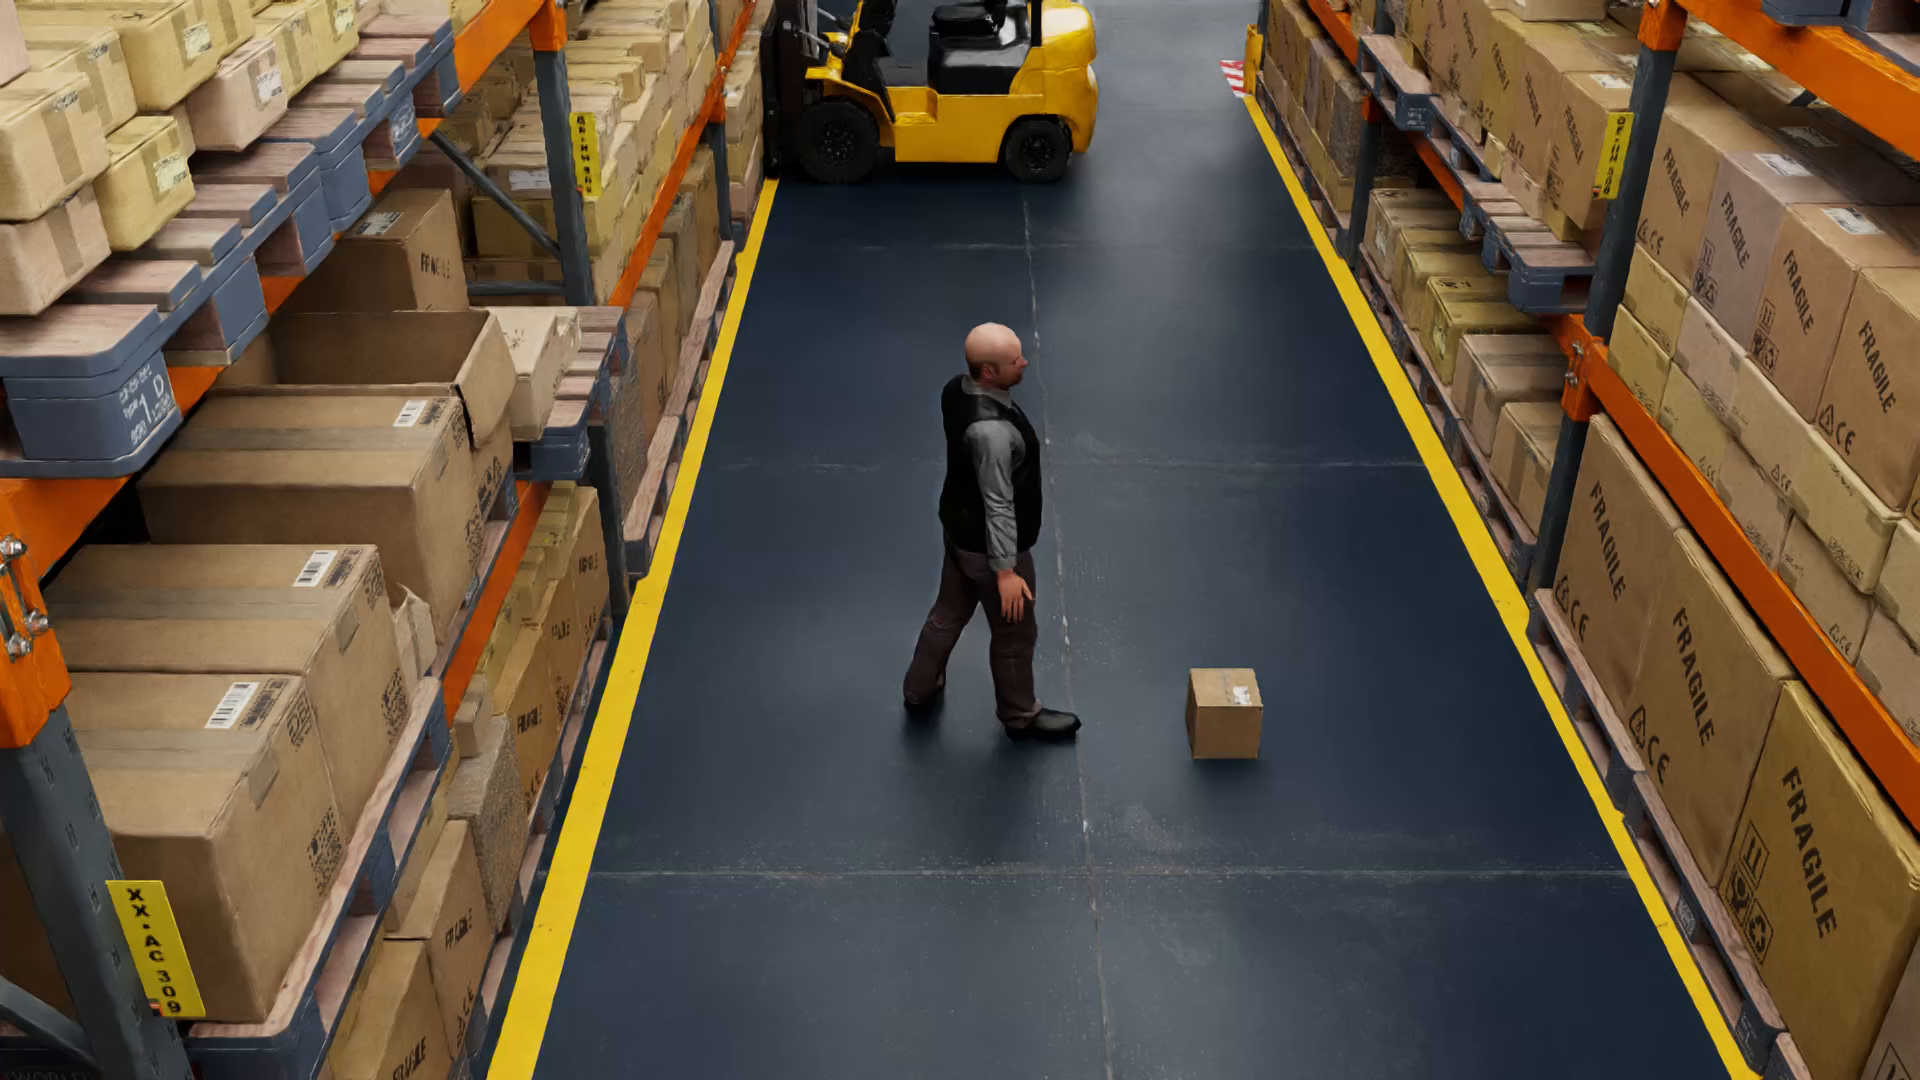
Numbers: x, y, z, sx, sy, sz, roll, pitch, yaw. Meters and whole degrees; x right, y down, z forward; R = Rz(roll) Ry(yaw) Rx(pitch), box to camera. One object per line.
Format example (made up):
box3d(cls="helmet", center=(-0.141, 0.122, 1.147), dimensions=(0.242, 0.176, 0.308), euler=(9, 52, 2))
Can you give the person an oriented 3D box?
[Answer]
box3d(cls="person", center=(0.126, 0.007, 6.156), dimensions=(0.641, 1.712, 0.745), euler=(-8, 32, -14))
